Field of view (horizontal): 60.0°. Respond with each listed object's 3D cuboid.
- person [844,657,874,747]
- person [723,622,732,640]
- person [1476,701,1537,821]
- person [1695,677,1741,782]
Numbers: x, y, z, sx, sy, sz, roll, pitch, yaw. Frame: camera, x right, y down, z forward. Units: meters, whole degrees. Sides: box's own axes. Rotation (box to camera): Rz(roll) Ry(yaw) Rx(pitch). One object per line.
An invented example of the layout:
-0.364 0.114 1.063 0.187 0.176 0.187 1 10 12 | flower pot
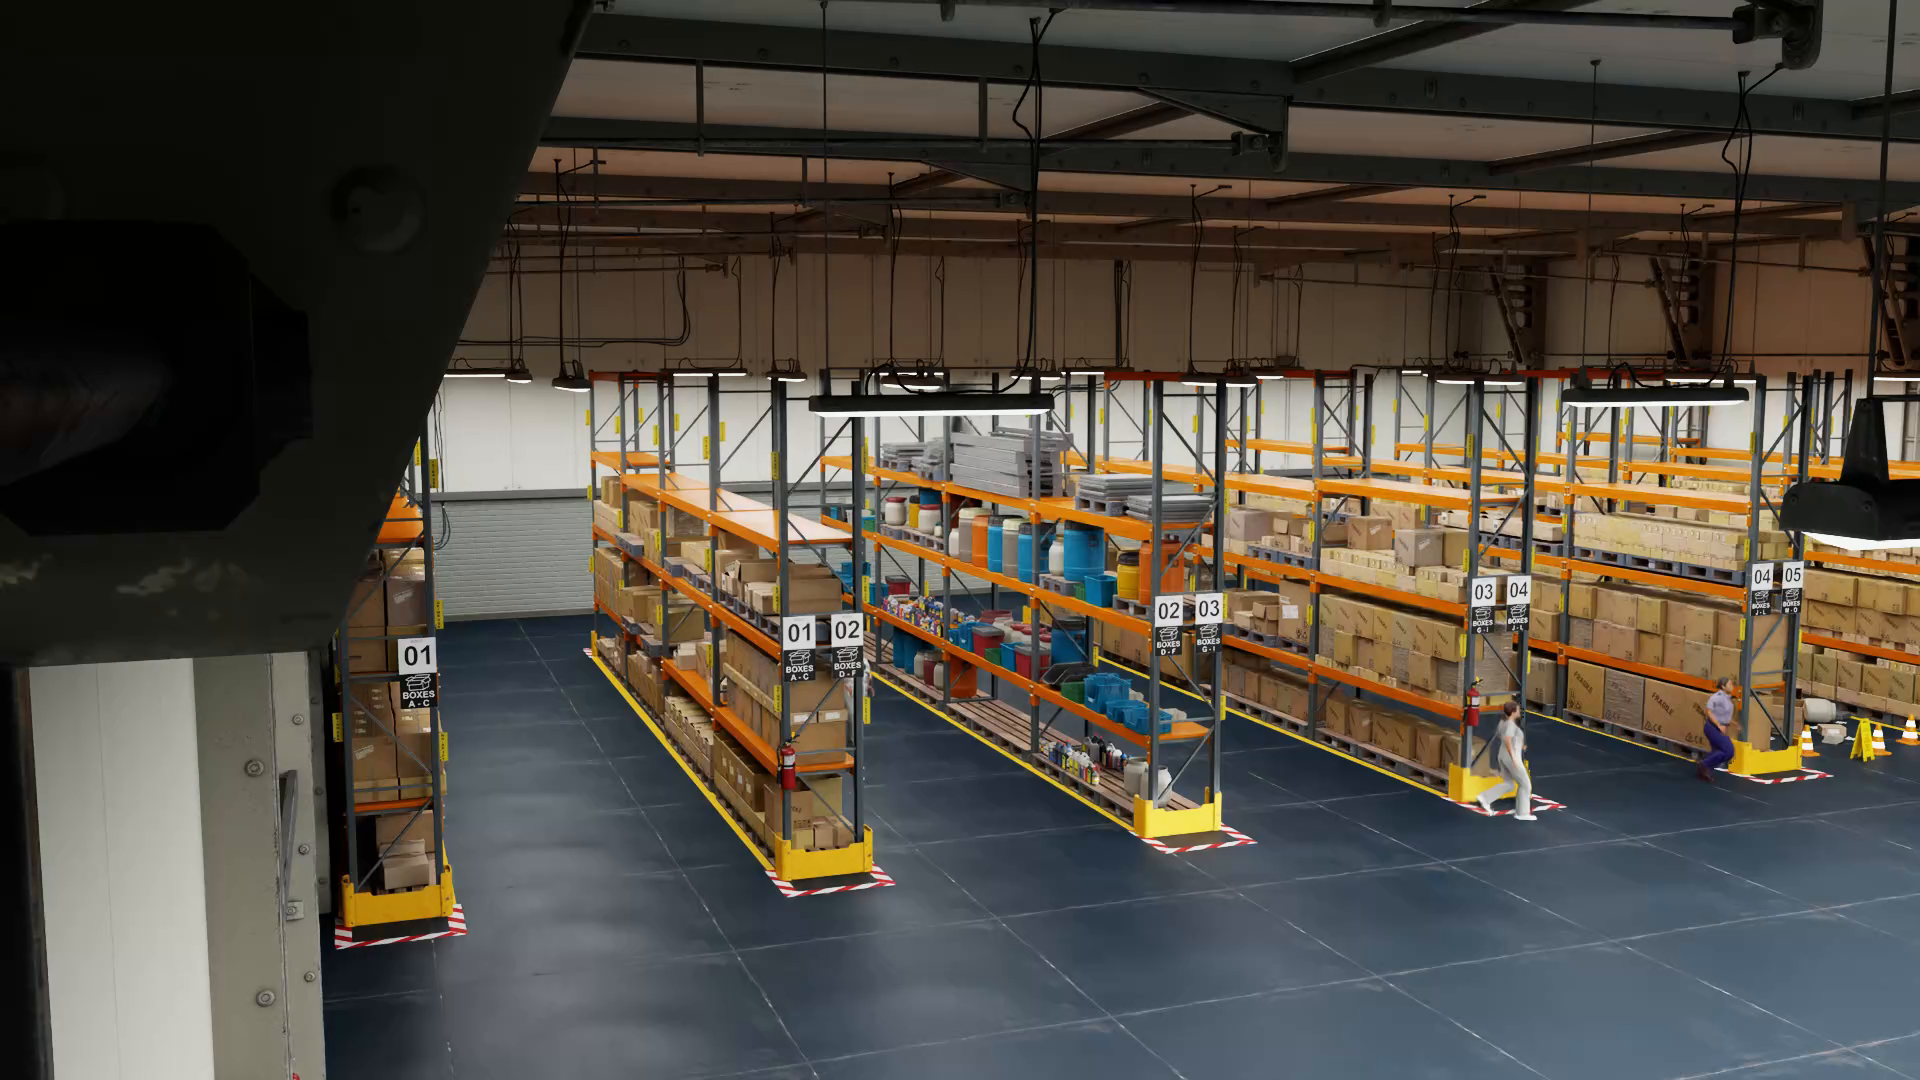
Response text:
-1.714 2.476 26.930 0.665 1.746 0.604 -3 7 -26 | person
-4.612 1.814 33.554 0.631 1.640 0.696 -3 7 -23 | person
7.442 2.999 22.566 0.854 1.656 0.606 -1 6 -5 | person
11.204 2.806 24.589 0.581 1.595 0.574 4 8 35 | person
